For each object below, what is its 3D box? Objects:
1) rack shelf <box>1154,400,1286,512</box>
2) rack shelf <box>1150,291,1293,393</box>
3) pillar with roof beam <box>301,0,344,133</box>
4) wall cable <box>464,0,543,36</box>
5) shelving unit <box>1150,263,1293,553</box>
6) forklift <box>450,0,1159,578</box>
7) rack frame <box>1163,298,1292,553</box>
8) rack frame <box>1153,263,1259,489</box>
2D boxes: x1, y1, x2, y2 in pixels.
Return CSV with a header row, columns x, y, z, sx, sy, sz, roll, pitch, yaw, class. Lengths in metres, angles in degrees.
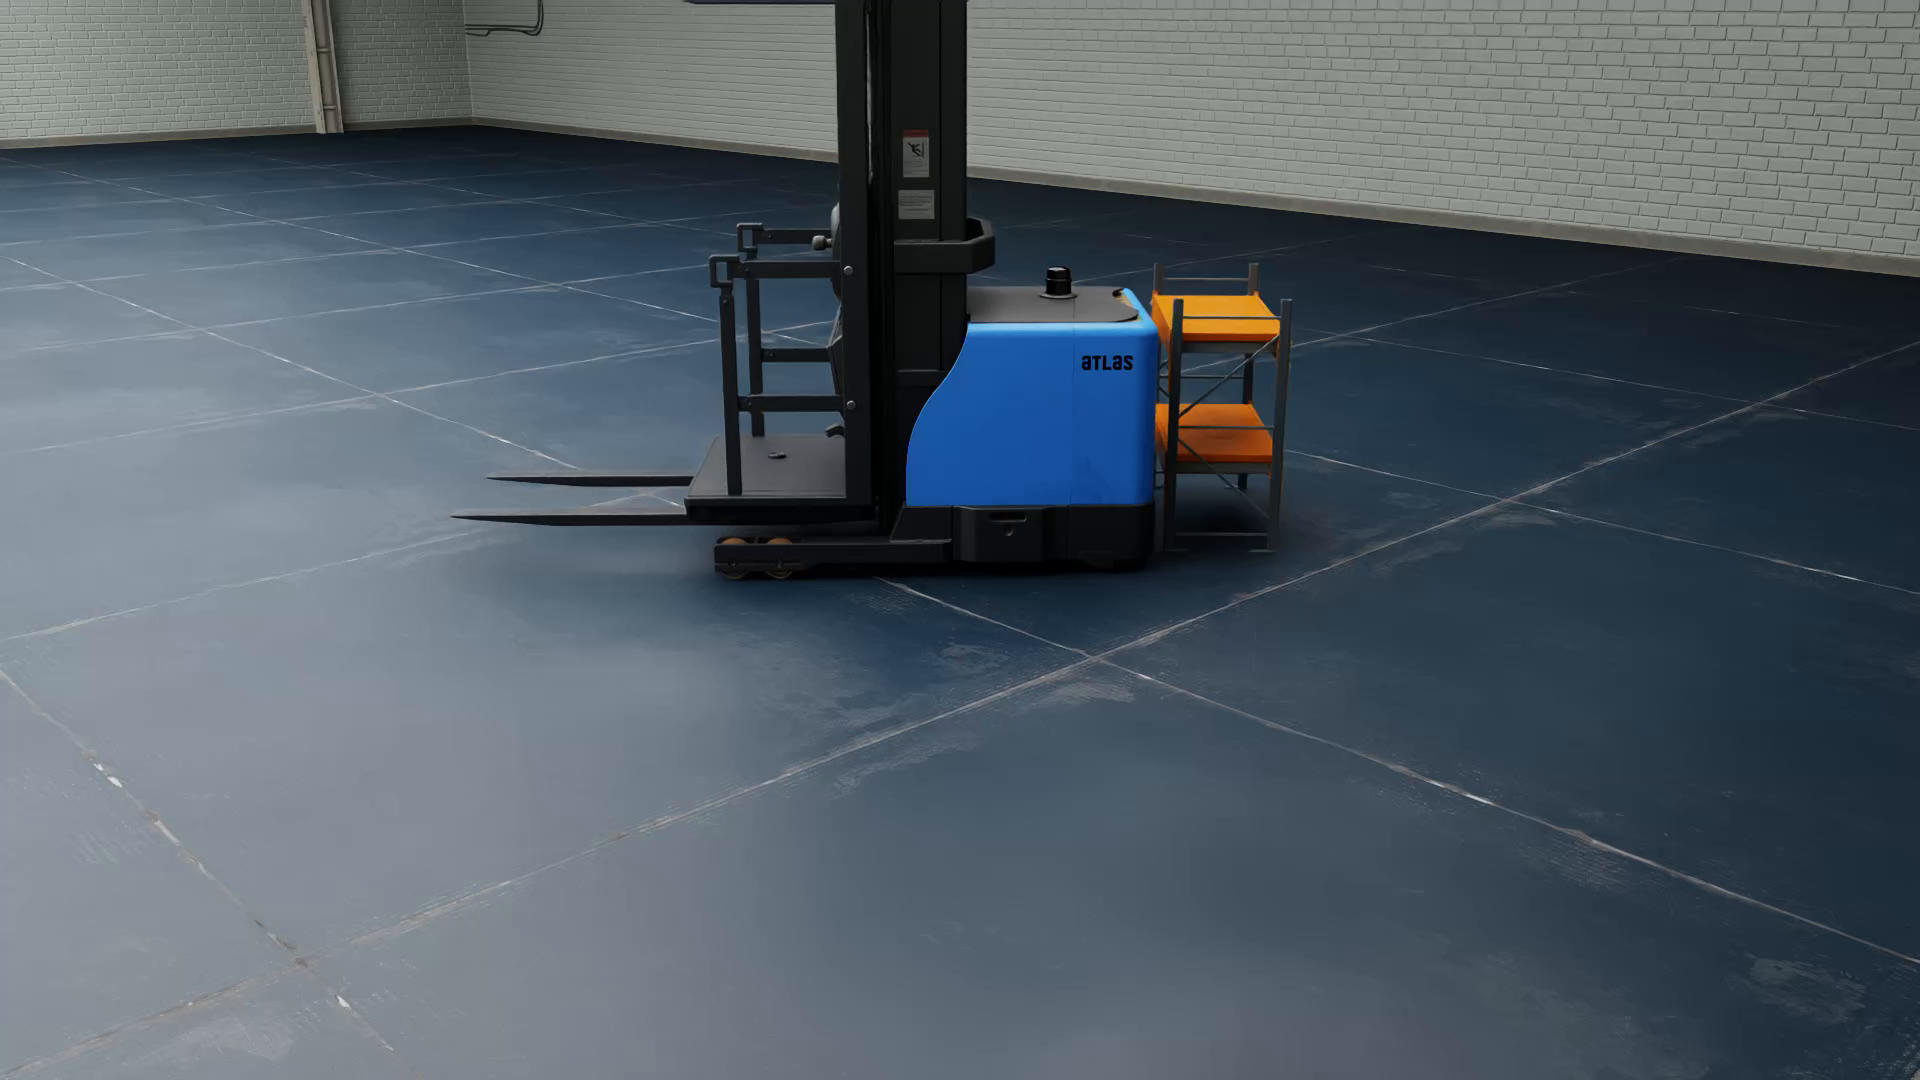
x,y,z,sx,sy,sz,roll,pitch,yaw,class
1.174,-0.410,7.791,0.538,0.278,1.000,1,18,2,rack shelf
1.174,-0.921,7.625,0.538,0.278,1.000,1,18,2,rack shelf
-8.772,-10.905,26.600,0.400,9.000,9.100,-16,24,-41,pillar with roof beam
-8.681,-10.721,31.066,0.112,2.526,3.097,-16,24,-41,wall cable
1.174,-0.643,7.715,0.538,1.125,1.048,1,18,2,shelving unit
-0.687,-1.397,7.114,3.031,2.935,1.130,0,18,-1,forklift
1.157,-0.486,7.232,0.500,1.125,0.032,1,18,2,rack frame
1.191,-0.800,8.199,0.500,1.125,0.032,1,18,2,rack frame
